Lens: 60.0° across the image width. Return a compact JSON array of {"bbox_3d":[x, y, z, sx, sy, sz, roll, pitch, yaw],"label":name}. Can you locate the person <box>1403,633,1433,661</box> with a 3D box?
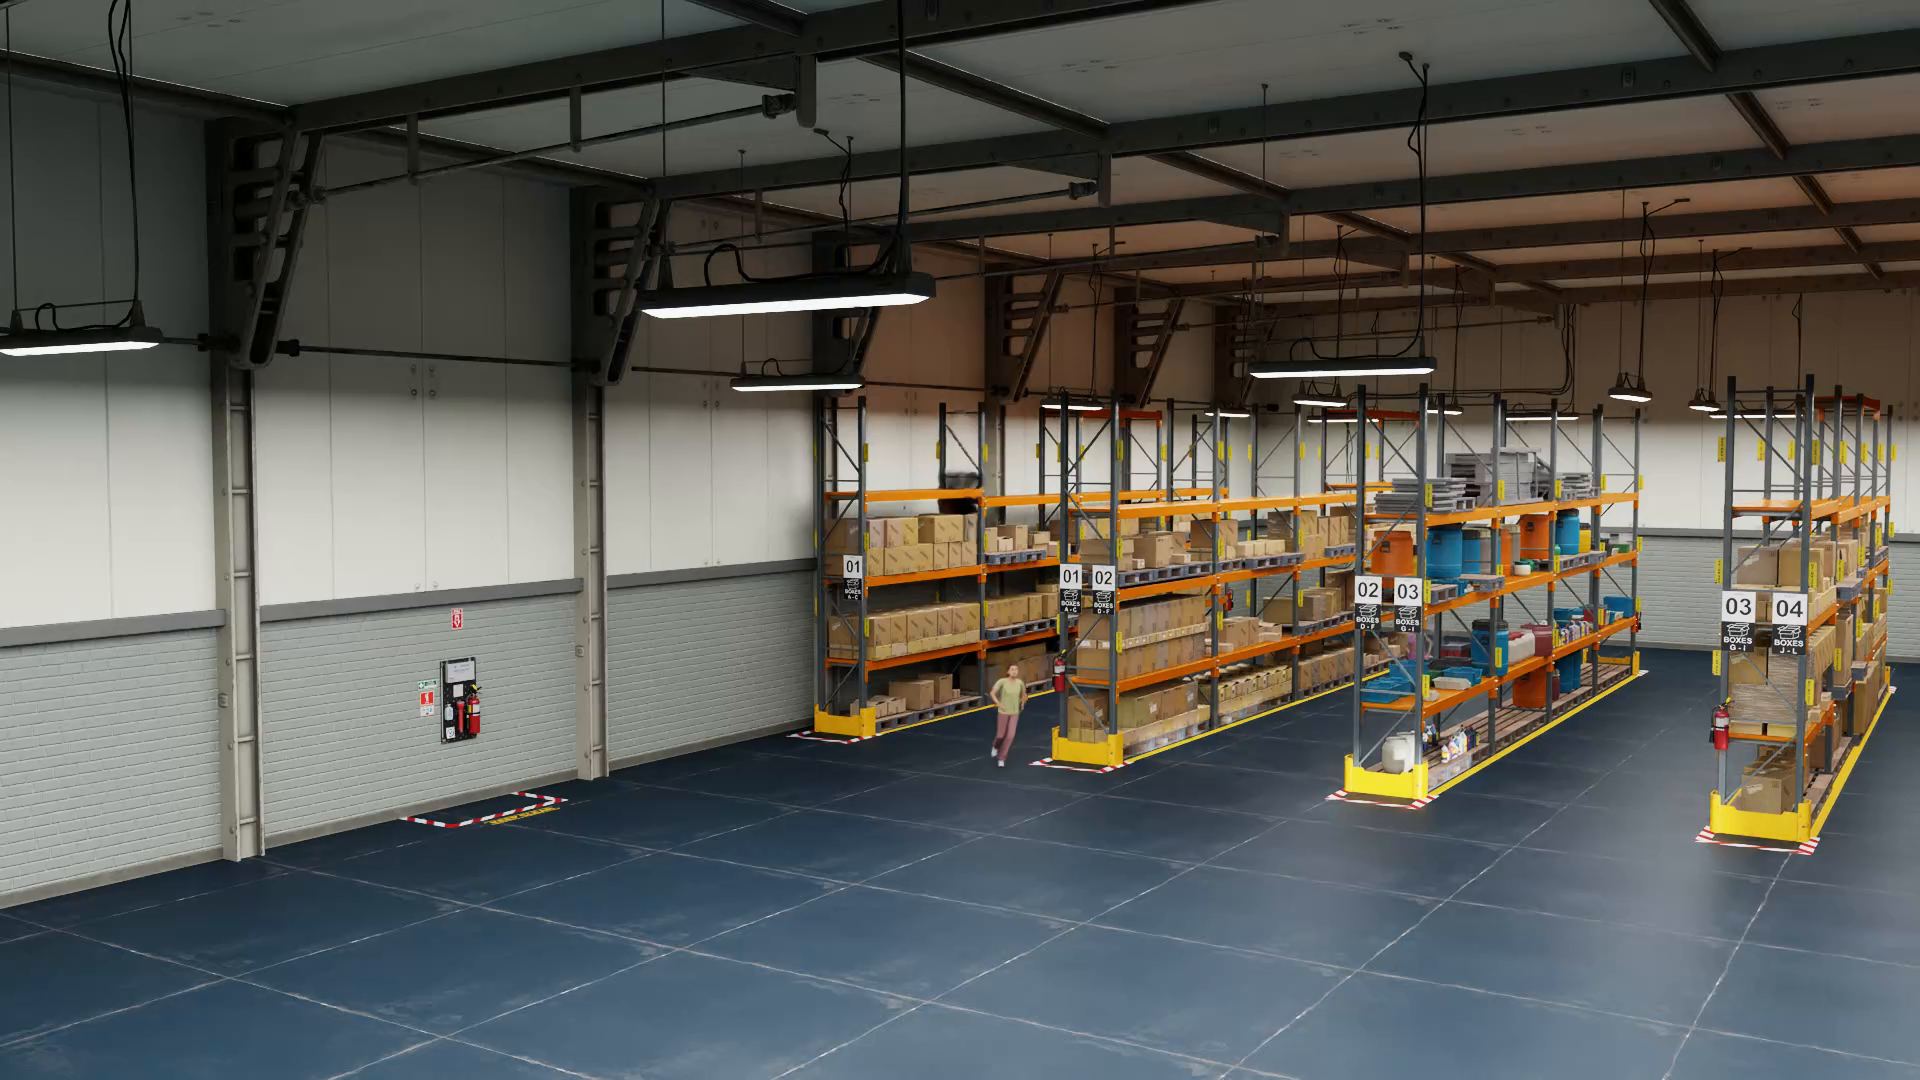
[{"bbox_3d":[9.301,2.434,33.872,0.546,1.564,0.635,2,4,32],"label":"person"}]

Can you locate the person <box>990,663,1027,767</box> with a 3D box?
[{"bbox_3d":[0.784,2.765,26.649,0.620,1.630,0.690,-1,3,-14],"label":"person"}]
